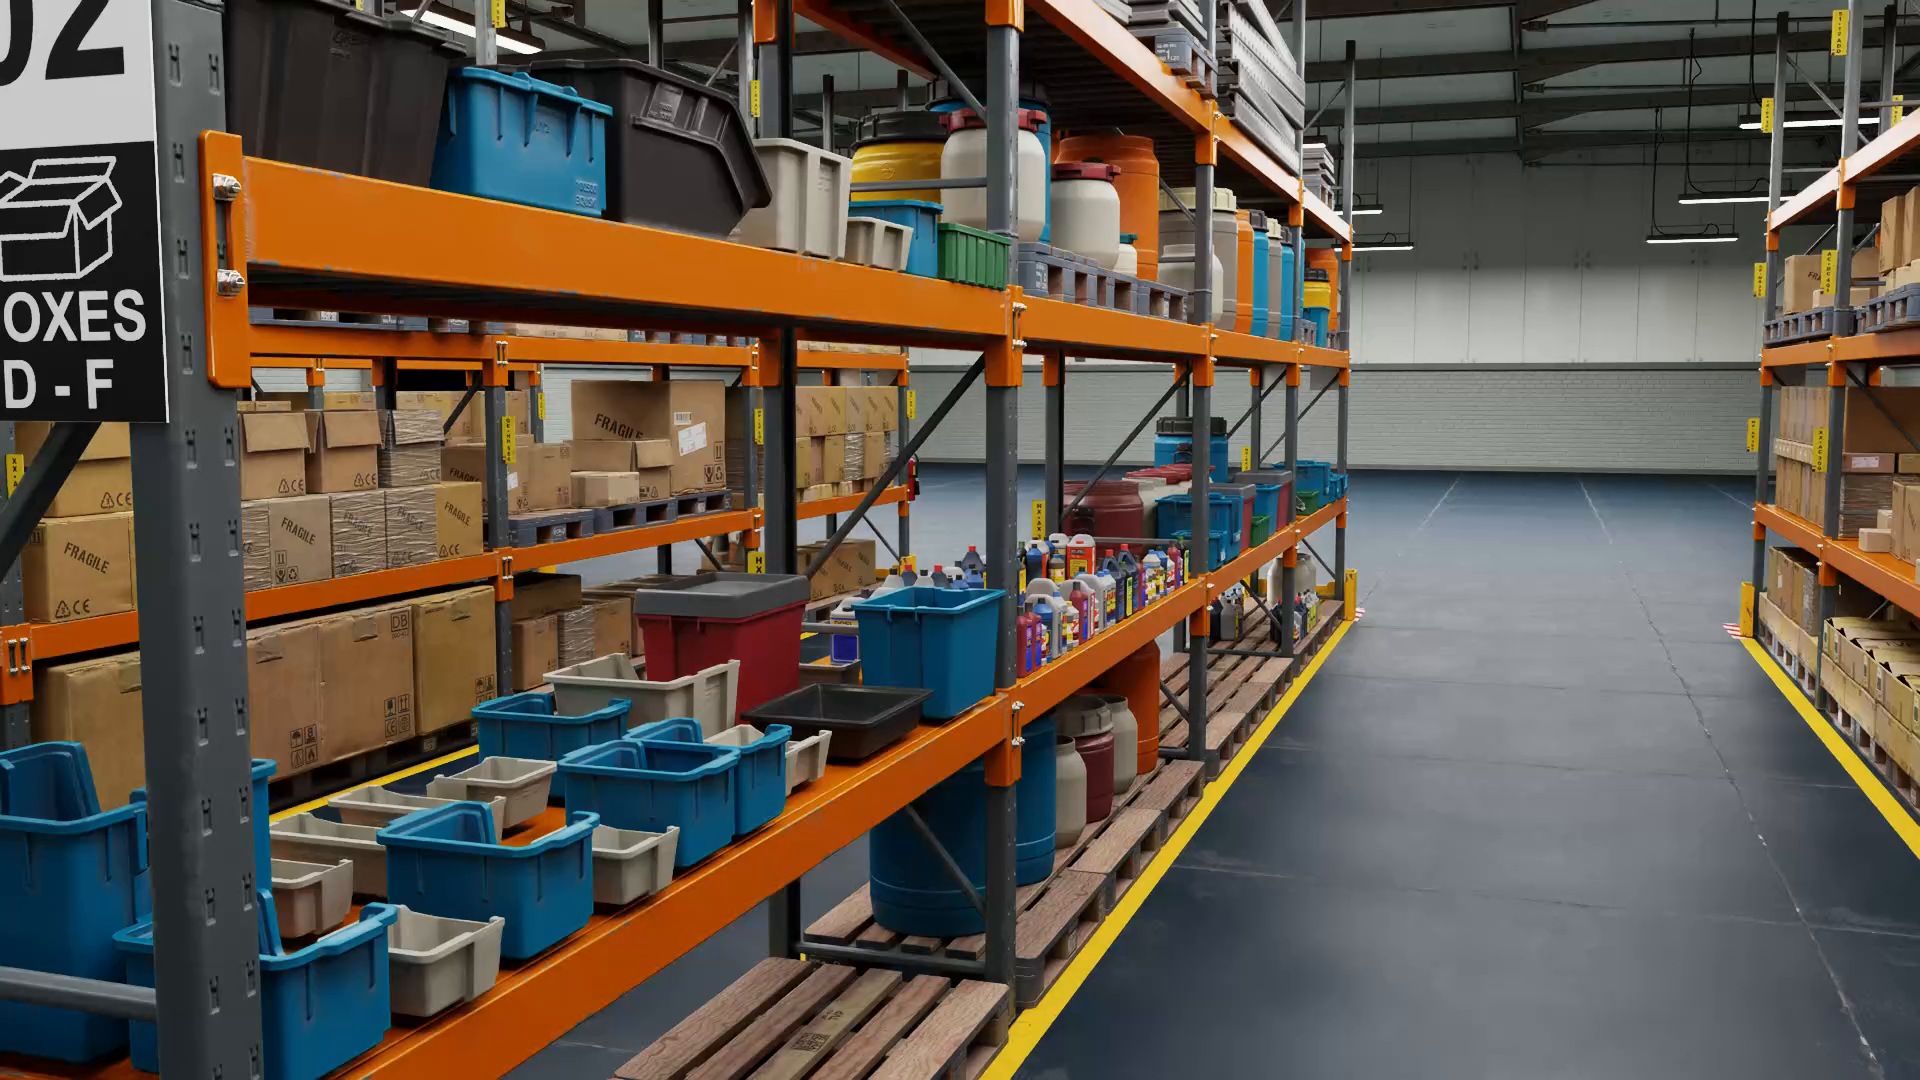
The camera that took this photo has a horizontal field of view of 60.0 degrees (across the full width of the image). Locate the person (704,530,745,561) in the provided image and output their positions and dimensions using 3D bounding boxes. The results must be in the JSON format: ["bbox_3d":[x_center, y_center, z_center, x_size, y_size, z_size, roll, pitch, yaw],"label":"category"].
[{"bbox_3d":[-2.652,0.162,18.865,0.487,1.111,0.929,1,5,14],"label":"person"}]
